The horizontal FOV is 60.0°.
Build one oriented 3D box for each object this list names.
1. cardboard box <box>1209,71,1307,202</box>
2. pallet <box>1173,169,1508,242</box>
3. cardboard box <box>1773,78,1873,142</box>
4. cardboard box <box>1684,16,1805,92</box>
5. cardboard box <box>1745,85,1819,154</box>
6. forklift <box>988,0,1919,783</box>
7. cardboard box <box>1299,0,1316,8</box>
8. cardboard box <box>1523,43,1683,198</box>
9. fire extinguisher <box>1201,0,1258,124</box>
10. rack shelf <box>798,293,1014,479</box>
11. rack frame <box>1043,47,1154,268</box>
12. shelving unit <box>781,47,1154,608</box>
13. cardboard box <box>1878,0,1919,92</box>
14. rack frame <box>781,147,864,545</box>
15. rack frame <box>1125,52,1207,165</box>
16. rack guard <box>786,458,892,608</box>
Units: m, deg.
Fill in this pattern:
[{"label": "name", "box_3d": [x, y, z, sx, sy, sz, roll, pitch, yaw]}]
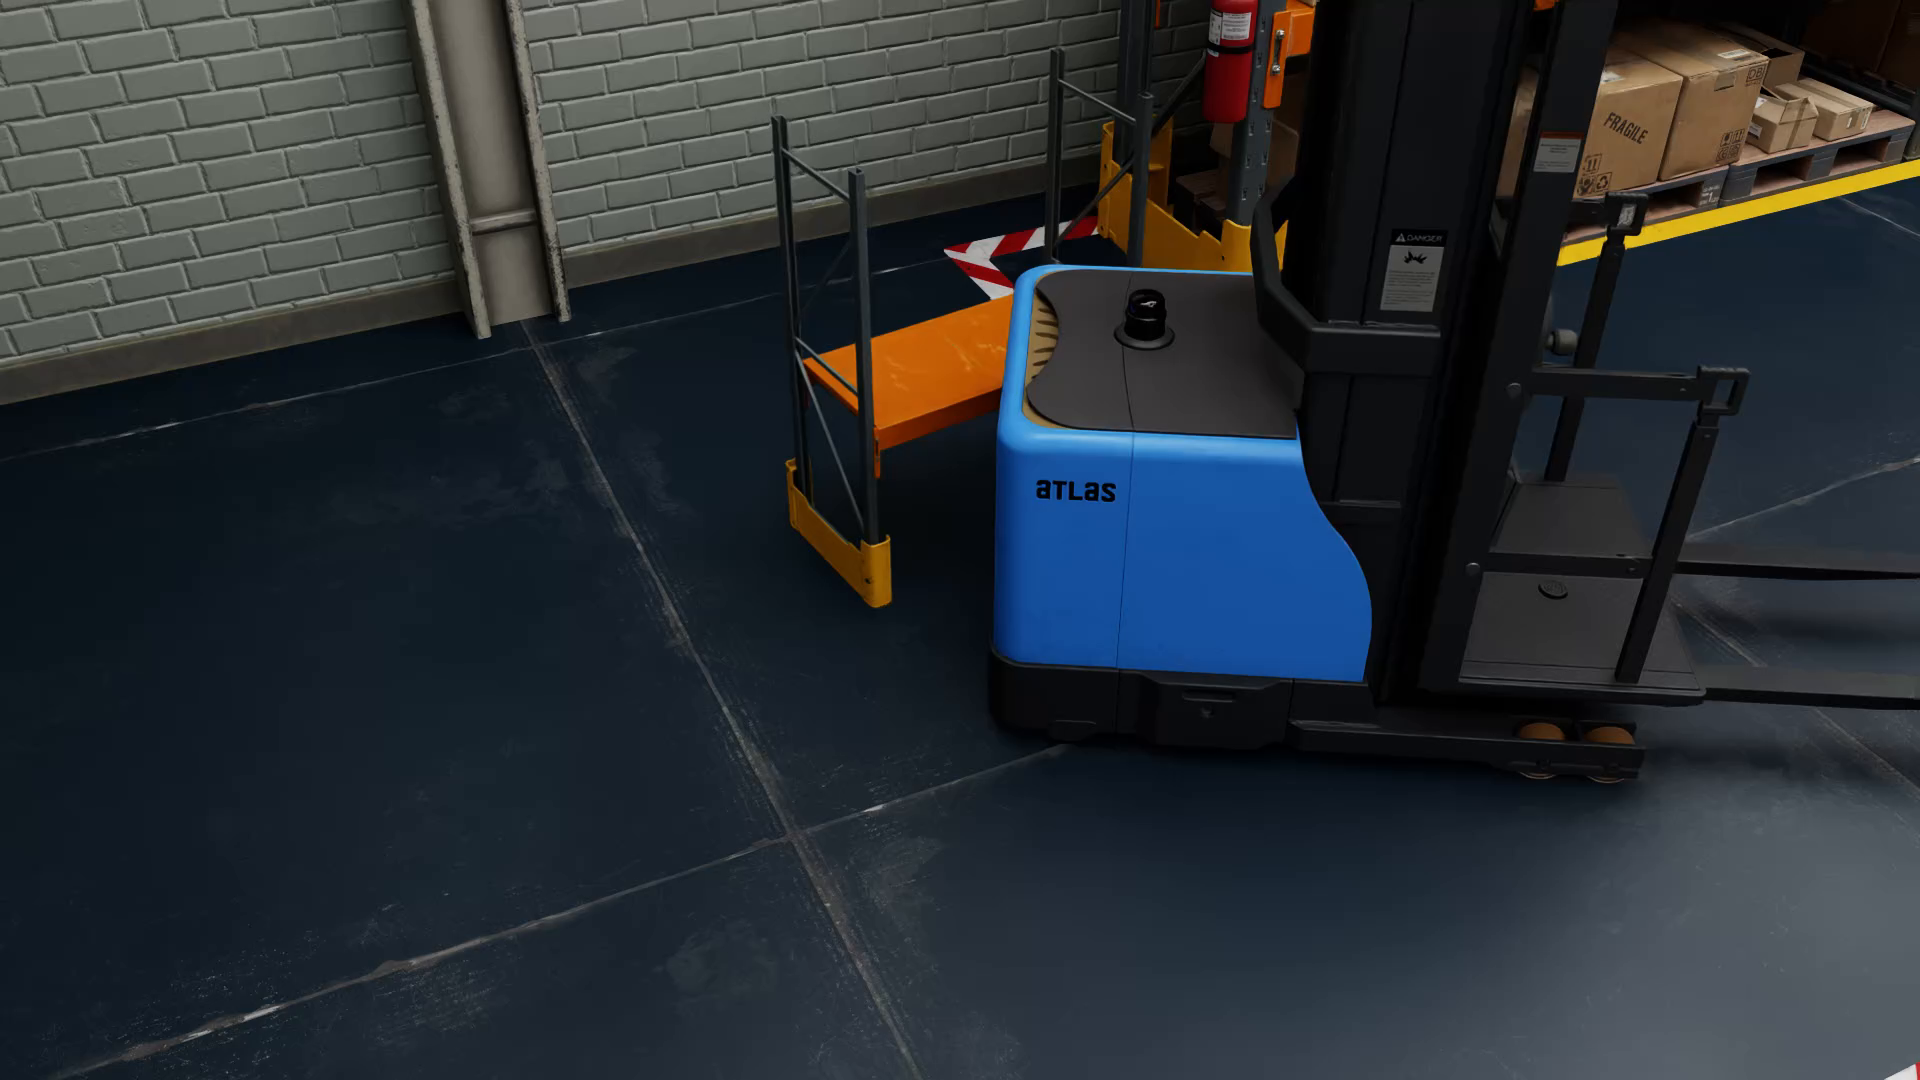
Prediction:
[{"label": "cardboard box", "box_3d": [1.539, -1.632, 7.175, 0.637, 0.503, 0.797, -17, 40, -22]}, {"label": "pallet", "box_3d": [1.736, -1.464, 7.547, 1.213, 0.211, 1.003, -16, 39, -20]}, {"label": "cardboard box", "box_3d": [4.187, -2.099, 8.103, 0.250, 0.149, 0.380, -17, 40, -21]}, {"label": "cardboard box", "box_3d": [3.868, -2.424, 8.404, 0.500, 0.311, 0.500, -14, 39, -18]}, {"label": "cardboard box", "box_3d": [3.864, -2.056, 7.946, 0.258, 0.266, 0.396, -14, 39, -18]}, {"label": "forklift", "box_3d": [1.629, -0.807, 4.378, 3.031, 2.935, 1.130, 3, 37, 4]}, {"label": "cardboard box", "box_3d": [1.360, -2.197, 6.405, 0.250, 0.149, 0.380, -16, 39, -20]}, {"label": "cardboard box", "box_3d": [2.851, -1.906, 7.548, 0.500, 0.500, 0.500, -15, 39, -19]}, {"label": "fire extinguisher", "box_3d": [1.009, -1.895, 6.165, 0.183, 0.674, 0.296, -16, 39, -20]}, {"label": "rack shelf", "box_3d": [0.015, -0.555, 5.542, 1.000, 0.185, 0.538, -21, 42, -26]}, {"label": "rack frame", "box_3d": [0.441, -0.865, 5.657, 0.032, 1.500, 0.500, -21, 42, -26]}, {"label": "shelving unit", "box_3d": [0.007, -0.697, 5.430, 1.083, 1.500, 0.587, -21, 42, -26]}, {"label": "cardboard box", "box_3d": [5.100, -2.541, 8.403, 0.500, 0.500, 0.500, -14, 39, -18]}, {"label": "rack frame", "box_3d": [-0.412, -0.535, 5.213, 0.013, 1.308, 0.475, -21, 42, -26]}, {"label": "rack frame", "box_3d": [0.947, -2.361, 6.415, 0.053, 2.616, 0.949, -16, 39, -20]}, {"label": "rack guard", "box_3d": [-0.410, -0.033, 5.584, 0.087, 0.250, 0.587, -21, 42, -26]}]
